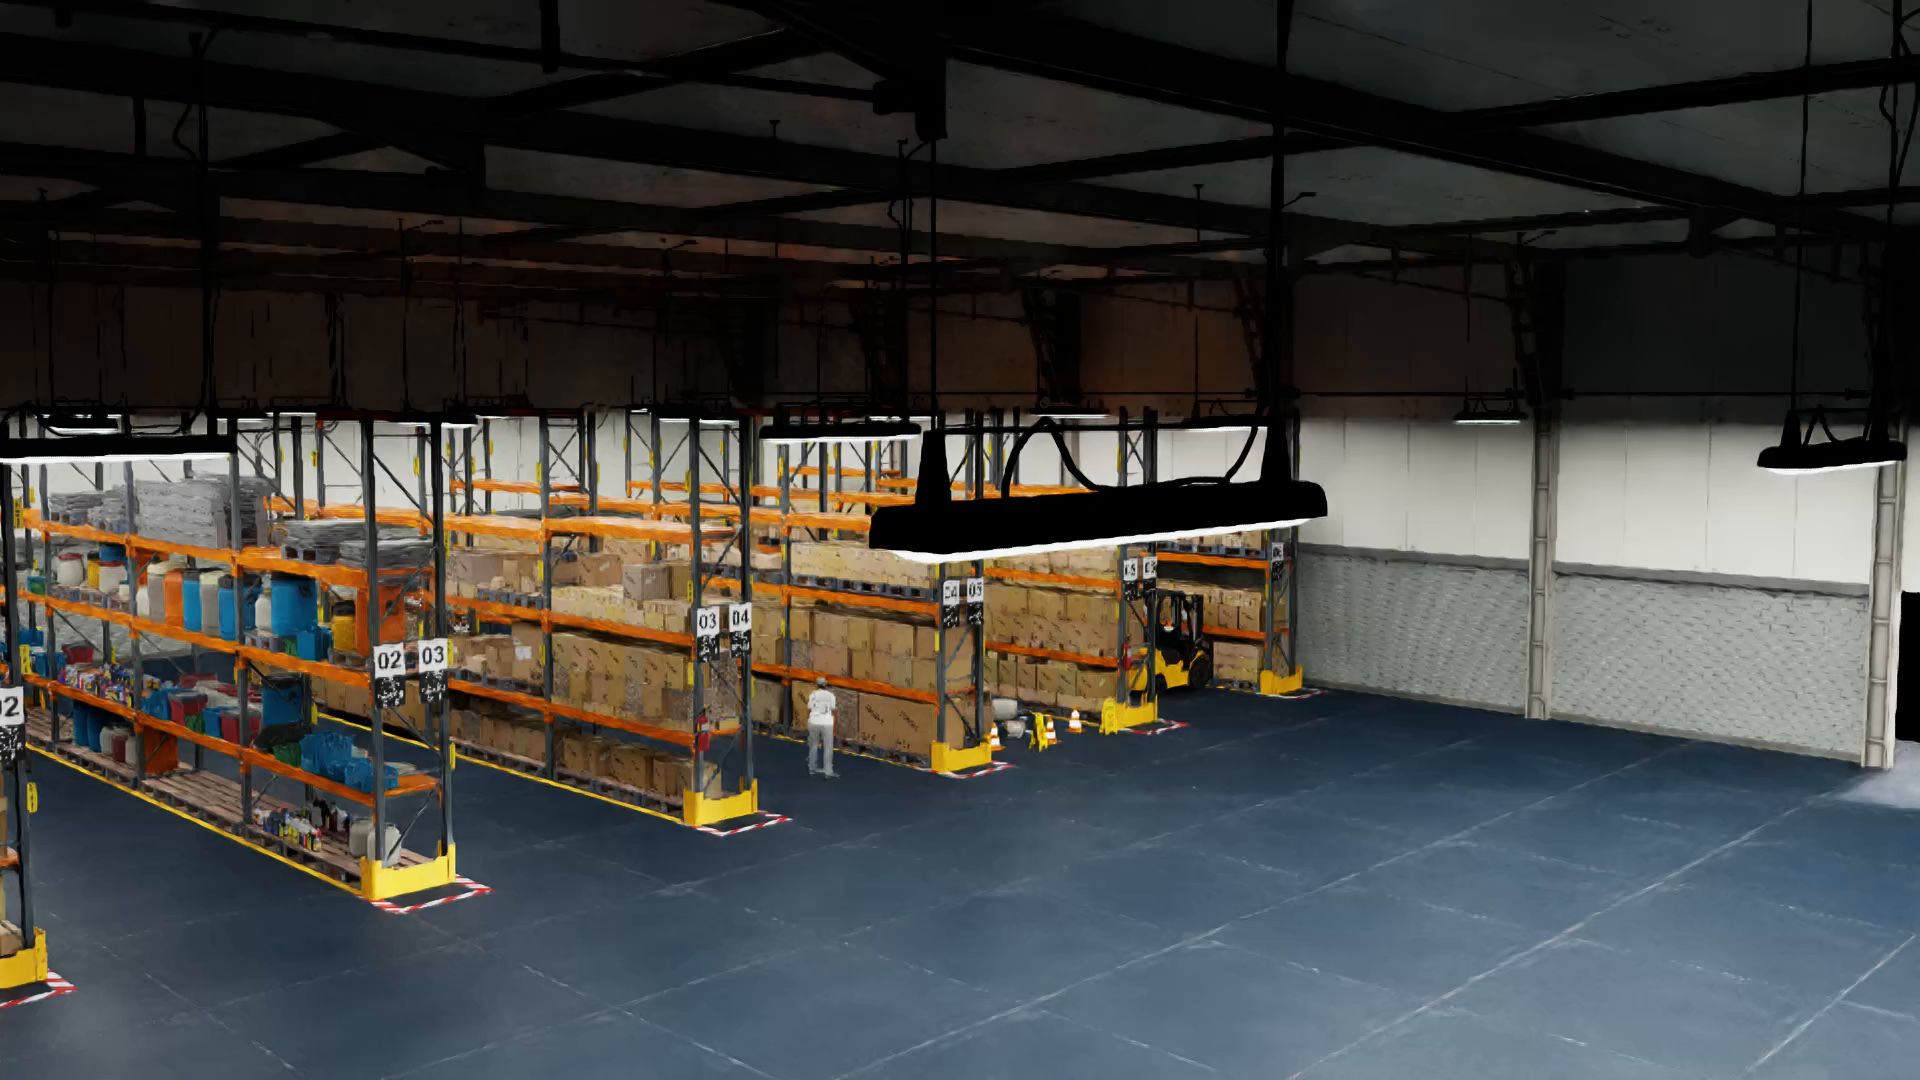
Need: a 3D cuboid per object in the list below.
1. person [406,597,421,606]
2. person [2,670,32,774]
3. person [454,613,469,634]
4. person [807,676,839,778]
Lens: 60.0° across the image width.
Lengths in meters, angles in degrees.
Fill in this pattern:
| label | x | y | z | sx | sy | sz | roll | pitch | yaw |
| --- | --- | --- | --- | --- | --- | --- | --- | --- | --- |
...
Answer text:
| label | x | y | z | sx | sy | sz | roll | pitch | yaw |
| --- | --- | --- | --- | --- | --- | --- | --- | --- | --- |
| person | -12.947 | 1.971 | 39.645 | 0.586 | 1.704 | 0.964 | -2 | 5 | -22 |
| person | -15.771 | 3.010 | 27.658 | 0.570 | 1.718 | 0.627 | -2 | 5 | -17 |
| person | -10.735 | 2.363 | 35.751 | 0.512 | 1.628 | 0.639 | 5 | 7 | 42 |
| person | -2.265 | 3.068 | 27.384 | 0.533 | 1.671 | 0.449 | 1 | 5 | 14 |
